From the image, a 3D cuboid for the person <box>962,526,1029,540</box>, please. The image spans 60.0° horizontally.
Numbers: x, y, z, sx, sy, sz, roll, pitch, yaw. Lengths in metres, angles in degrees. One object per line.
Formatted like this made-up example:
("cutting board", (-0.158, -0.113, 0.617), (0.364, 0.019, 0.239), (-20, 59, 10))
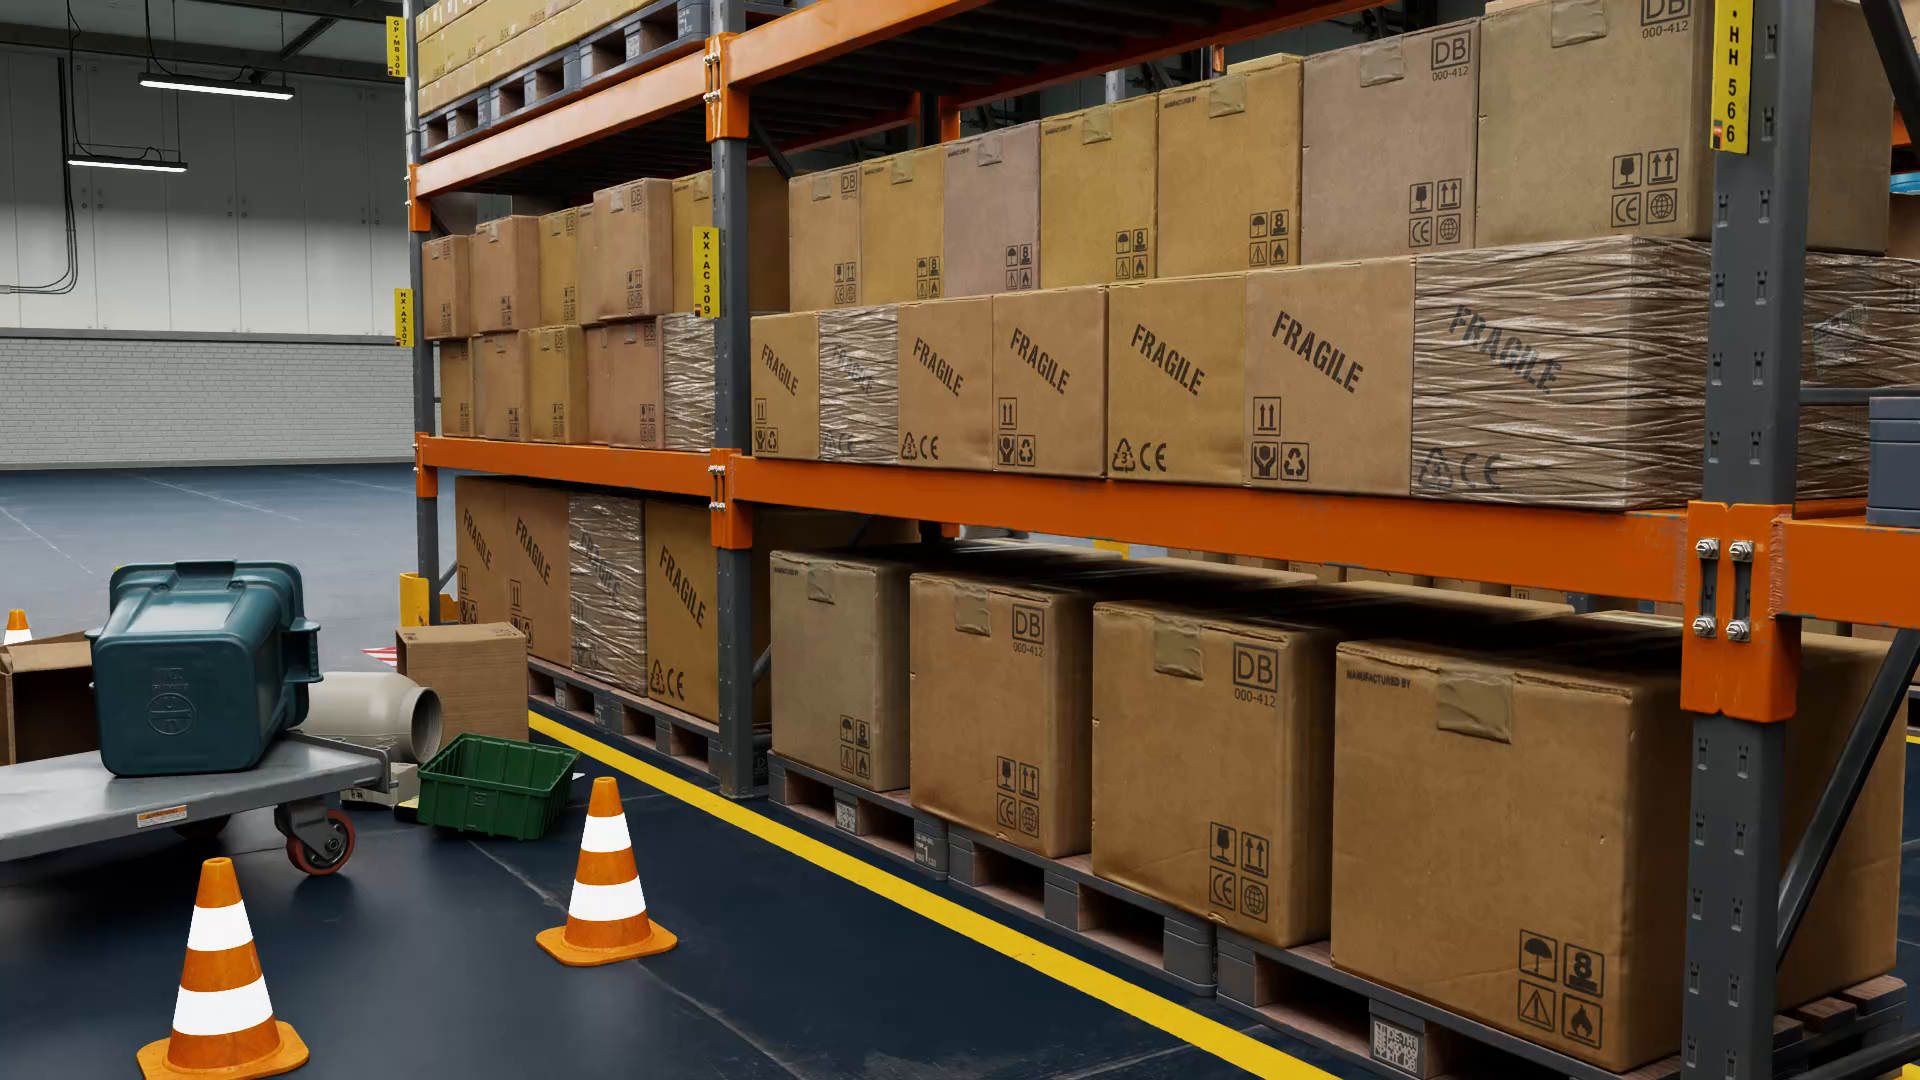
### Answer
("person", (0.146, -0.091, 10.102), (0.526, 1.522, 0.586), (-3, 6, -33))
